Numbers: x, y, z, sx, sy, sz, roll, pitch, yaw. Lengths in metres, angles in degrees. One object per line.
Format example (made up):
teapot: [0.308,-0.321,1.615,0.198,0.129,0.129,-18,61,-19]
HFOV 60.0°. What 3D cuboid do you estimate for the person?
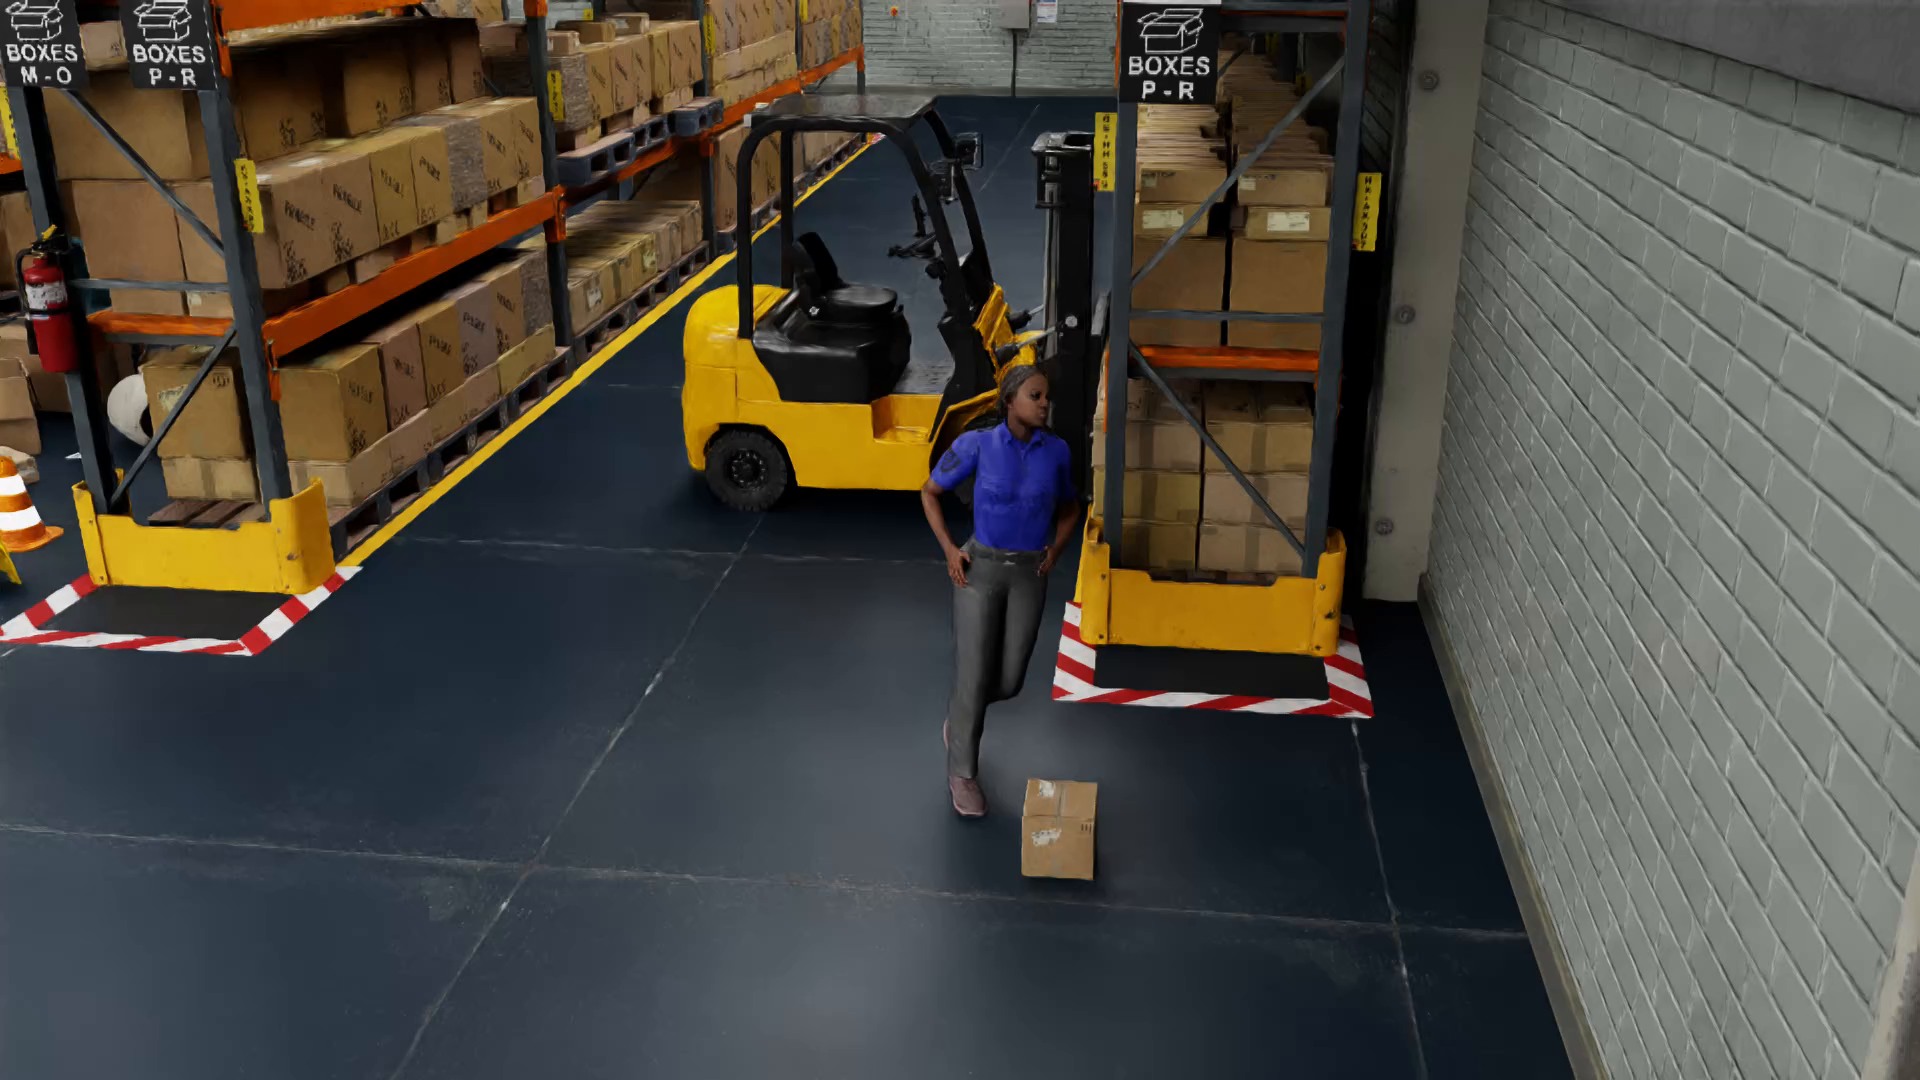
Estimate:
person: [0.187,0.150,6.258,0.610,1.613,0.680,-6,22,-15]
